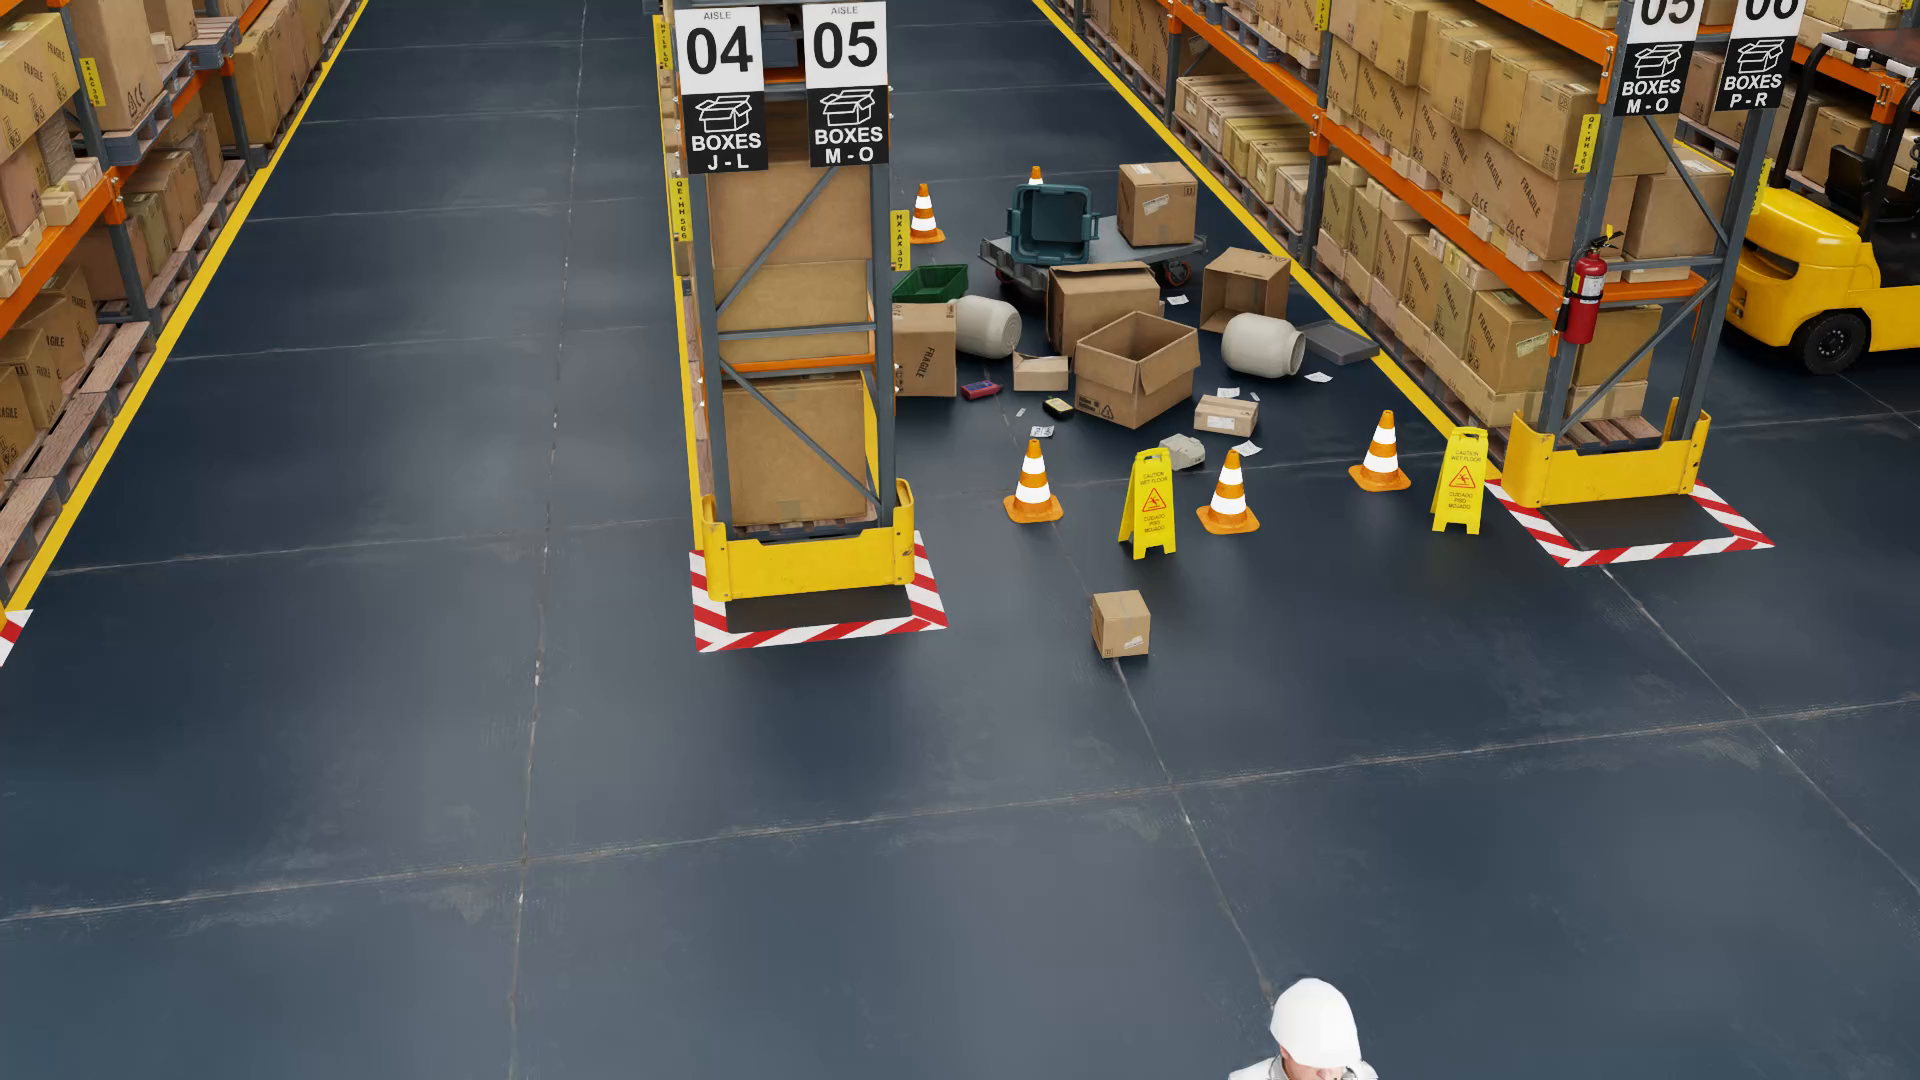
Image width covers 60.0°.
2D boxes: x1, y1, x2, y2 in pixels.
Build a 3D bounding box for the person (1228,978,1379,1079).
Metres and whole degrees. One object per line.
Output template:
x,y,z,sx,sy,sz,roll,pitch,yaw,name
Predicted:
0.925,1.954,4.788,0.541,1.743,0.873,-5,31,-8,person
